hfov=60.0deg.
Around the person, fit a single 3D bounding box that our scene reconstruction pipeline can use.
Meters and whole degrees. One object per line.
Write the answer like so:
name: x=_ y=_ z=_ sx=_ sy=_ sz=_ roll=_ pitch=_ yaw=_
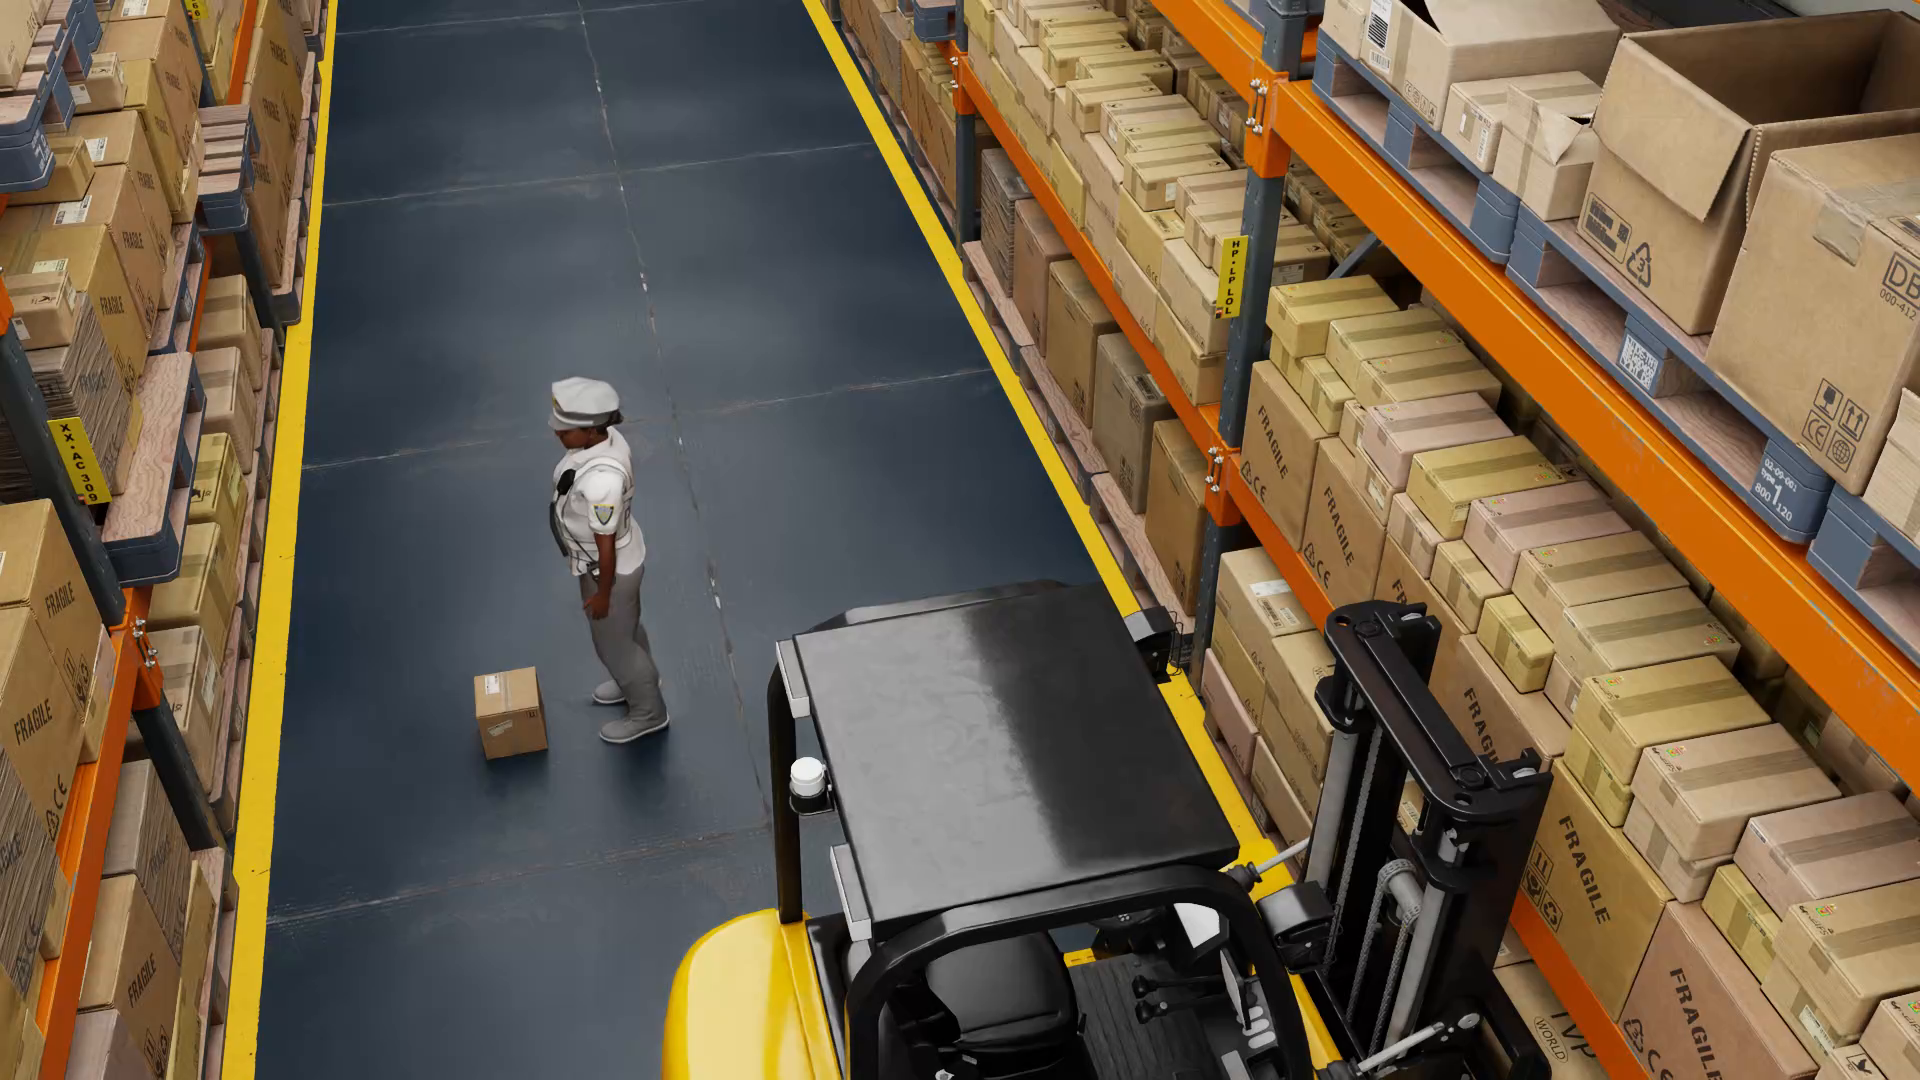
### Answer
person: x=-1.407 y=0.097 z=6.589 sx=0.341 sy=1.674 sz=0.437 roll=-9 pitch=39 yaw=-11
